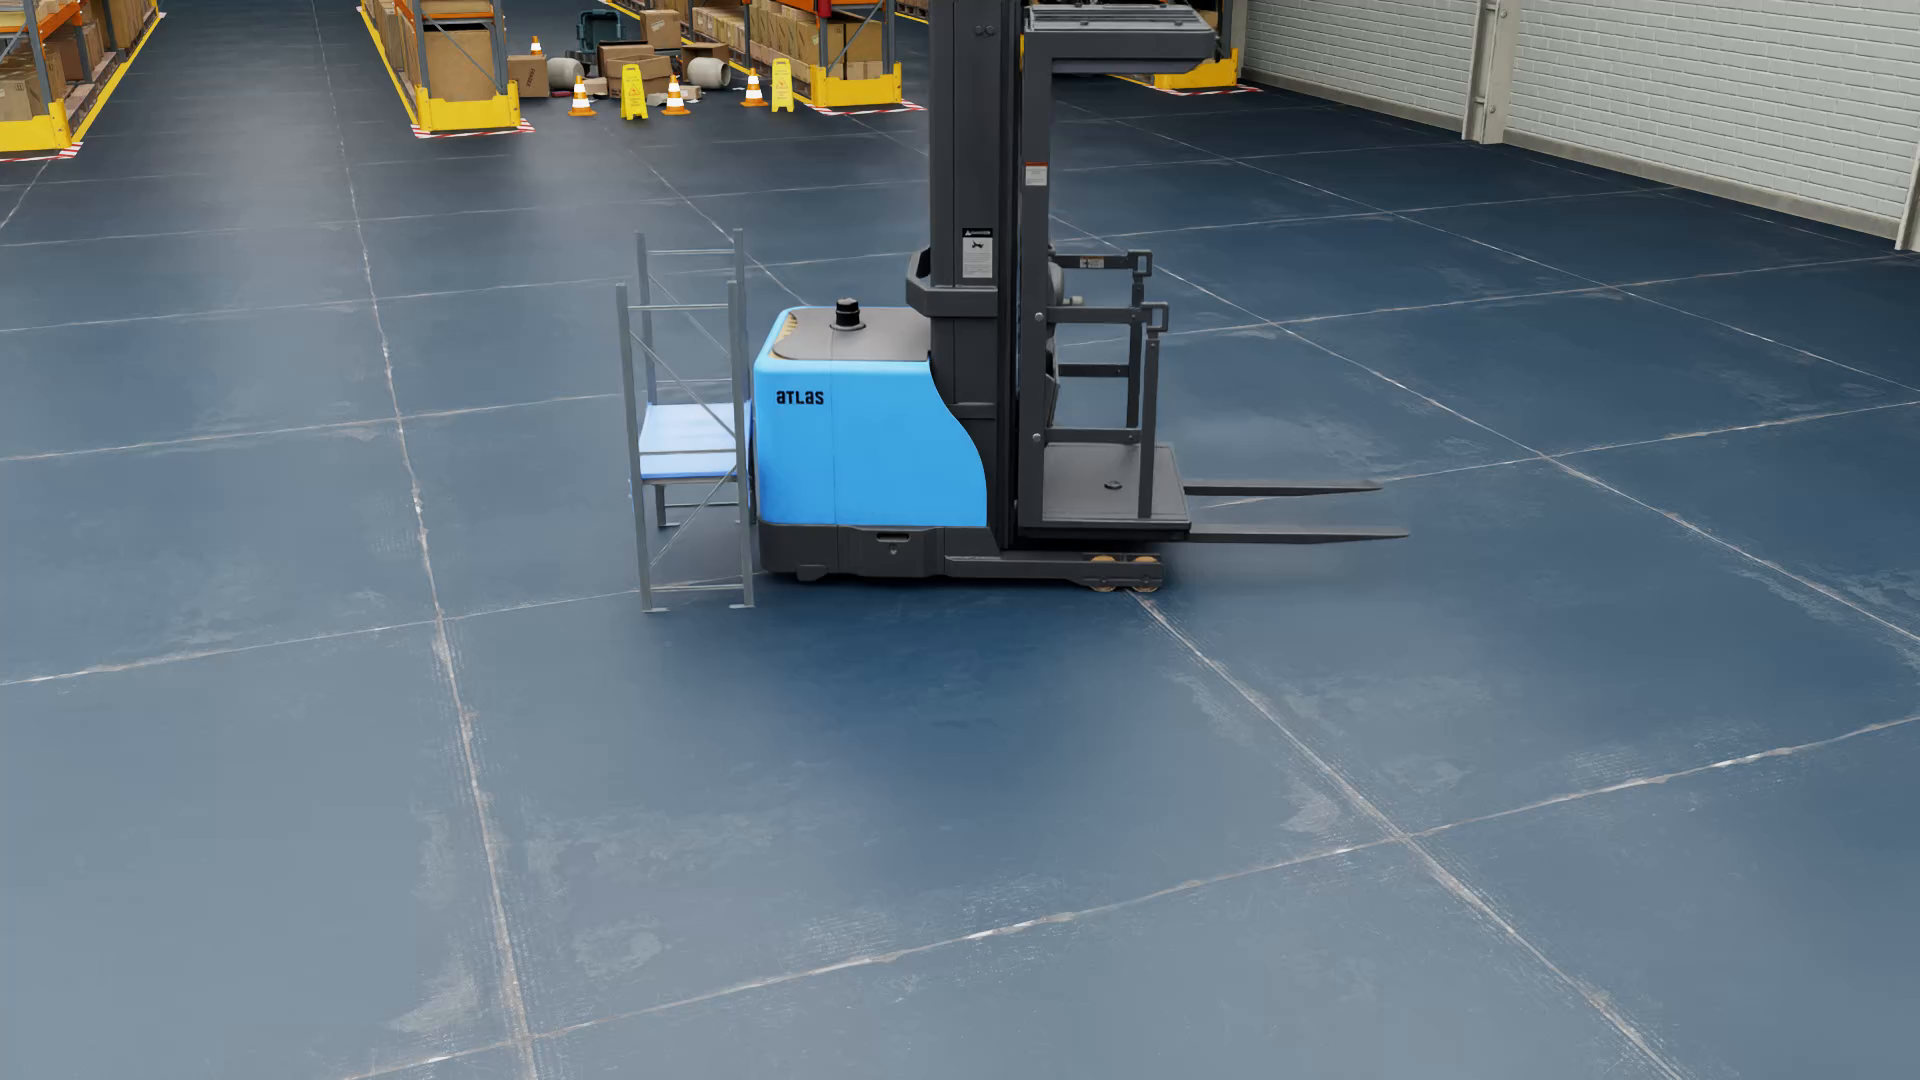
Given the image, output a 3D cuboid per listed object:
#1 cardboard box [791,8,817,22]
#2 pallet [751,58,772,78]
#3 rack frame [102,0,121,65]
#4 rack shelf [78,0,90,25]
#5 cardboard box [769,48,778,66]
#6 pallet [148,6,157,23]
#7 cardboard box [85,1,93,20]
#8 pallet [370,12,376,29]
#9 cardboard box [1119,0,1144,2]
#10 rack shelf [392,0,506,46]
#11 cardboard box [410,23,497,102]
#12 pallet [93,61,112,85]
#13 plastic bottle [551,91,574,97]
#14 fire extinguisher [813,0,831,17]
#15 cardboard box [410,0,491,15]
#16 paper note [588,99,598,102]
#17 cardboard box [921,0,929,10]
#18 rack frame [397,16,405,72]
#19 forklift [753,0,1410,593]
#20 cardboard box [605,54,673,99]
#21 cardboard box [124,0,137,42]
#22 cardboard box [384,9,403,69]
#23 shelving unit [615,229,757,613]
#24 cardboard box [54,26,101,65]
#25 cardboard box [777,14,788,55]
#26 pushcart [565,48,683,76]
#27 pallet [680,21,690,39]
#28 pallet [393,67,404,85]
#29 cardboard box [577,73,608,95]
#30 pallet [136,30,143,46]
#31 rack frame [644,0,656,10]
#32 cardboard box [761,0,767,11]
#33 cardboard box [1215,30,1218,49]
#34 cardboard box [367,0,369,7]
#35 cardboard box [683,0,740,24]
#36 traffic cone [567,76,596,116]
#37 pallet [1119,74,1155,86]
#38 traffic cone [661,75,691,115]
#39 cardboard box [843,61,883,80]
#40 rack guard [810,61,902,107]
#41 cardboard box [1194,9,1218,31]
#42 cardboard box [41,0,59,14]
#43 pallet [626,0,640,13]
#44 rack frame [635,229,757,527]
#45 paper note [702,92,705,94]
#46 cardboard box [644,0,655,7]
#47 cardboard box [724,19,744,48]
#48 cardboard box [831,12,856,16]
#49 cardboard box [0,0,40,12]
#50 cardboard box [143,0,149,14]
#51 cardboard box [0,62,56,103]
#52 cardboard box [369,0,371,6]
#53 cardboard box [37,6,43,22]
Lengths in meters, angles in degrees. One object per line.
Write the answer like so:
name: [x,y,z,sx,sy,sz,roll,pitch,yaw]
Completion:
cardboard box: [-2.052,-7.058,22.334,0.380,0.149,0.250,-8,24,-17]
pallet: [-2.475,-7.037,24.675,1.003,0.211,1.213,-8,24,-19]
rack frame: [-13.429,-8.655,24.923,1.000,3.000,0.127,-8,24,-19]
rack shelf: [-12.723,-7.597,23.339,1.077,0.370,4.000,-8,24,-19]
cardboard box: [-2.400,-6.852,23.644,0.500,0.250,0.500,-9,24,-20]
pallet: [-15.900,-9.997,31.698,1.003,0.211,1.213,-8,24,-19]
cardboard box: [-13.165,-7.812,24.610,0.500,0.250,0.500,-7,24,-17]
pallet: [-10.437,-9.707,31.008,1.003,0.211,1.213,-8,24,-19]
cardboard box: [2.611,-8.111,25.344,0.500,0.250,0.500,-8,24,-19]
rack shelf: [-6.634,-6.787,21.418,1.077,0.370,4.000,-8,24,-19]
cardboard box: [-6.229,-5.844,20.448,0.875,0.875,0.875,-8,24,-19]
pallet: [-12.727,-6.644,23.741,1.003,0.211,1.213,-8,24,-19]
plastic bottle: [-5.373,-6.033,22.484,0.283,0.061,0.133,-18,29,-37]
fire extinguisher: [-1.723,-6.968,21.019,0.296,0.674,0.183,-8,24,-19]
cardboard box: [-6.101,-6.590,19.830,0.875,0.550,0.550,-8,24,-19]
paper note: [-4.878,-5.811,22.000,0.144,0.017,0.142,0,23,-1]
cardboard box: [-0.422,-10.422,31.793,0.500,0.500,0.500,-9,25,-21]
rack frame: [-7.340,-7.846,23.002,1.000,3.000,0.127,-8,24,-19]
forklift: [0.592,-1.318,7.602,3.031,2.935,1.130,1,23,2]
cardboard box: [-4.321,-6.249,22.427,0.637,0.503,0.797,12,26,27]
cardboard box: [-13.961,-8.448,26.627,1.225,0.875,0.875,-8,24,-19]
cardboard box: [-7.644,-7.216,23.864,1.050,0.750,0.750,-8,24,-19]
shelving unit: [-1.231,-0.575,7.682,0.538,1.500,1.048,-2,23,-5]
cardboard box: [-12.759,-7.060,23.792,0.700,0.500,0.500,-6,24,-15]
cardboard box: [-2.218,-7.009,23.051,0.500,0.500,0.500,-9,24,-20]
pushcart: [-4.861,-7.022,24.425,1.648,0.377,0.936,-18,29,-37]
pallet: [-4.366,-9.027,29.395,1.003,0.211,1.213,-8,24,-19]
pallet: [-7.683,-6.831,24.185,1.003,0.211,1.213,-8,24,-19]
cardboard box: [-5.010,-6.214,22.651,0.396,0.266,0.258,-4,23,-10]
pallet: [-14.499,-8.554,28.272,1.003,0.211,1.213,-8,24,-19]
rack frame: [-5.571,-11.468,31.597,1.000,3.000,0.127,-8,24,-19]
cardboard box: [-2.618,-7.641,23.715,0.380,0.149,0.250,-7,24,-17]
cardboard box: [3.338,-7.147,23.700,0.500,0.250,0.500,-8,24,-18]
cardboard box: [-11.257,-10.388,32.165,0.380,0.149,0.250,-10,25,-22]
cardboard box: [-4.325,-9.492,29.103,0.875,0.875,0.875,-9,24,-19]
traffic cone: [-4.786,-5.611,20.967,0.336,0.463,0.334,-8,24,-19]
pallet: [3.001,-6.778,24.059,1.003,0.211,1.213,-8,24,-19]
traffic cone: [-3.609,-5.642,21.041,0.336,0.463,0.334,-8,24,-19]
cardboard box: [-1.358,-6.366,22.490,0.500,0.250,0.500,-9,24,-19]
rack guard: [-1.359,-5.984,21.803,1.175,0.500,0.348,-8,24,-19]
cardboard box: [3.317,-7.378,23.606,0.500,0.250,0.500,-9,24,-20]
cardboard box: [-10.920,-6.327,19.723,0.380,0.149,0.250,-8,24,-19]
pallet: [-6.202,-10.914,33.873,1.003,0.211,1.213,-8,24,-19]
rack frame: [-1.281,-0.771,8.148,0.500,1.500,0.032,-2,23,-5]
paper note: [-3.504,-6.118,22.752,0.032,0.001,0.123,-8,24,-19]
cardboard box: [-5.693,-10.724,32.590,0.875,0.438,0.875,-9,24,-20]
cardboard box: [-3.190,-7.995,26.200,0.950,0.372,0.625,-7,24,-16]
cardboard box: [-1.726,-7.092,23.249,0.500,0.500,0.500,-8,24,-18]
cardboard box: [-10.772,-6.135,18.432,0.875,0.500,0.500,-8,24,-19]
cardboard box: [-15.633,-10.224,30.841,0.875,0.875,0.875,-8,24,-19]
cardboard box: [-11.255,-5.462,20.024,0.500,0.500,0.500,-6,24,-14]
cardboard box: [-10.794,-10.032,30.936,0.380,0.149,0.250,-9,25,-21]
cardboard box: [-10.625,-5.955,18.841,0.380,0.149,0.250,-8,24,-19]
